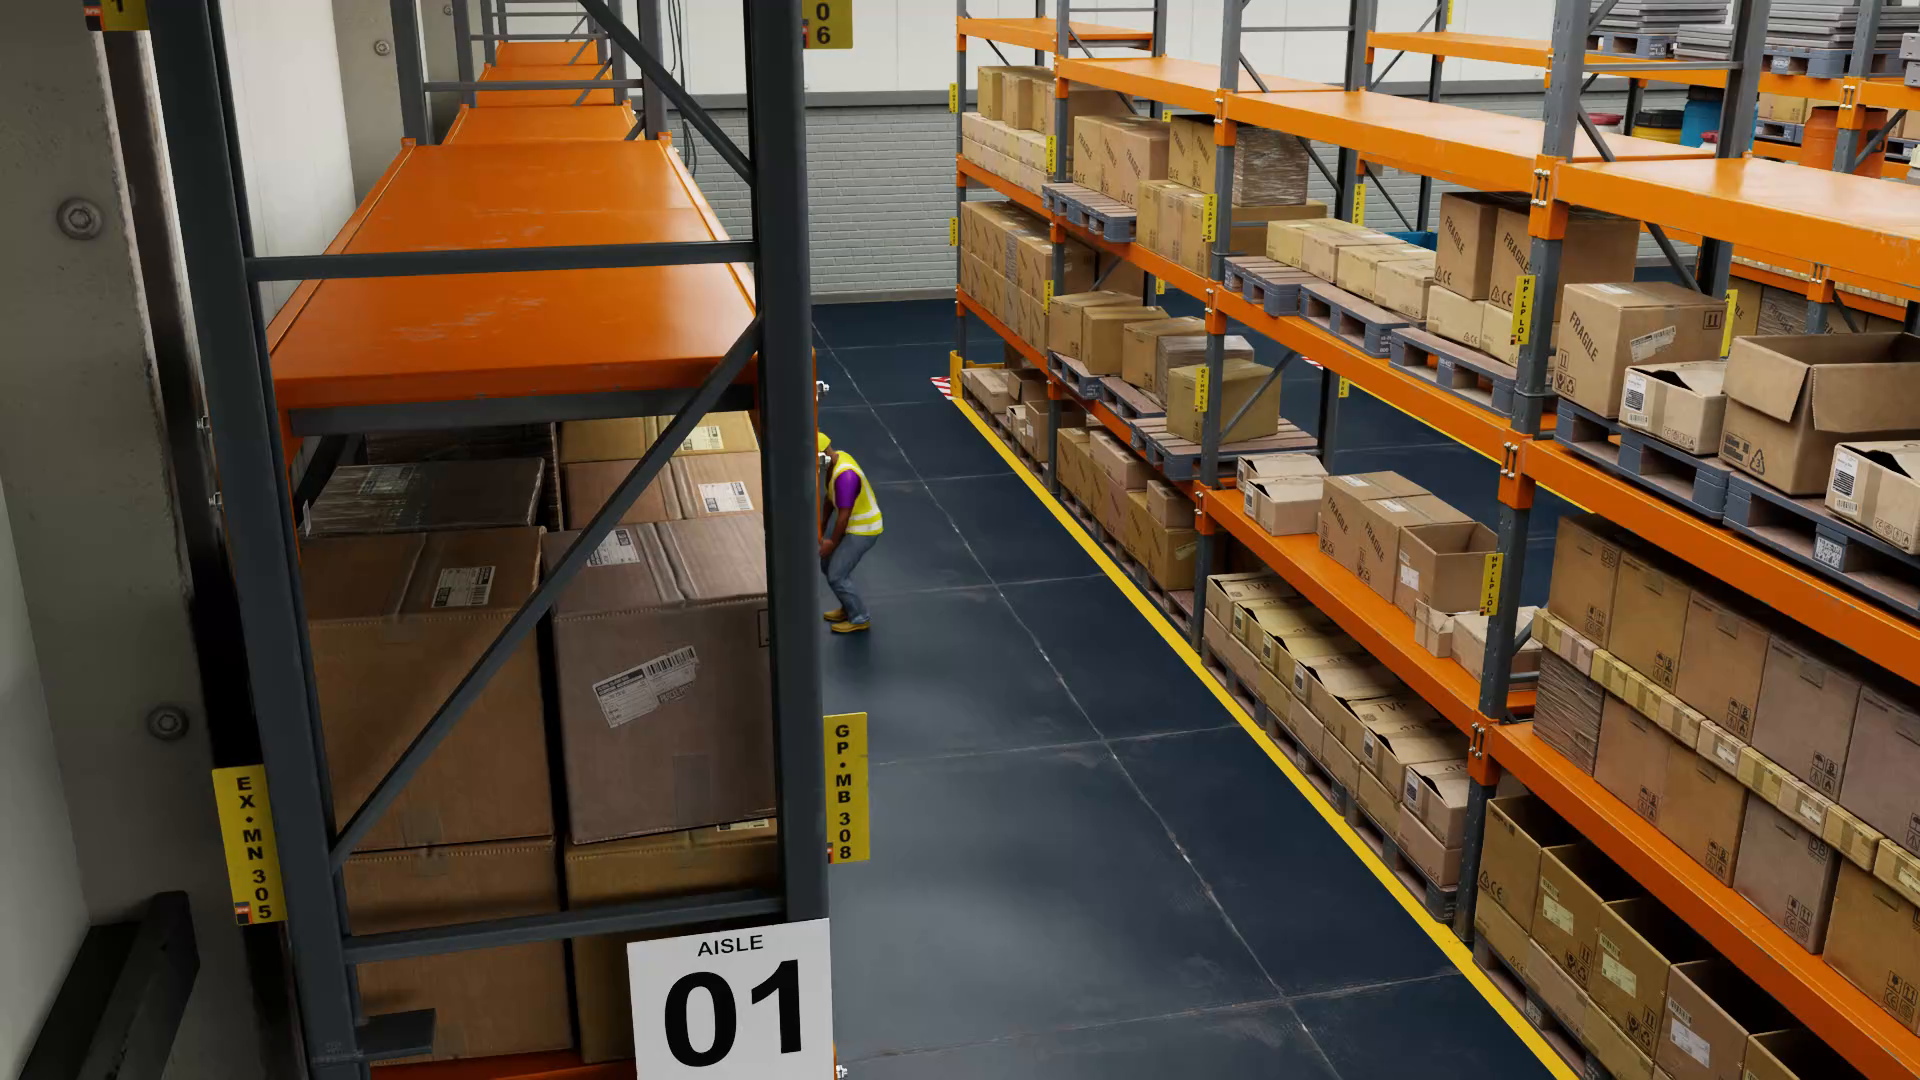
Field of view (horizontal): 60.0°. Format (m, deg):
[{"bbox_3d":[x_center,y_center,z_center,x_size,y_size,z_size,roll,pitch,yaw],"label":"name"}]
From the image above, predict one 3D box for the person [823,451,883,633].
[{"bbox_3d":[8.692,-0.028,10.284,17.998,3.197,9.355,-4,20,-12],"label":"person"}]
